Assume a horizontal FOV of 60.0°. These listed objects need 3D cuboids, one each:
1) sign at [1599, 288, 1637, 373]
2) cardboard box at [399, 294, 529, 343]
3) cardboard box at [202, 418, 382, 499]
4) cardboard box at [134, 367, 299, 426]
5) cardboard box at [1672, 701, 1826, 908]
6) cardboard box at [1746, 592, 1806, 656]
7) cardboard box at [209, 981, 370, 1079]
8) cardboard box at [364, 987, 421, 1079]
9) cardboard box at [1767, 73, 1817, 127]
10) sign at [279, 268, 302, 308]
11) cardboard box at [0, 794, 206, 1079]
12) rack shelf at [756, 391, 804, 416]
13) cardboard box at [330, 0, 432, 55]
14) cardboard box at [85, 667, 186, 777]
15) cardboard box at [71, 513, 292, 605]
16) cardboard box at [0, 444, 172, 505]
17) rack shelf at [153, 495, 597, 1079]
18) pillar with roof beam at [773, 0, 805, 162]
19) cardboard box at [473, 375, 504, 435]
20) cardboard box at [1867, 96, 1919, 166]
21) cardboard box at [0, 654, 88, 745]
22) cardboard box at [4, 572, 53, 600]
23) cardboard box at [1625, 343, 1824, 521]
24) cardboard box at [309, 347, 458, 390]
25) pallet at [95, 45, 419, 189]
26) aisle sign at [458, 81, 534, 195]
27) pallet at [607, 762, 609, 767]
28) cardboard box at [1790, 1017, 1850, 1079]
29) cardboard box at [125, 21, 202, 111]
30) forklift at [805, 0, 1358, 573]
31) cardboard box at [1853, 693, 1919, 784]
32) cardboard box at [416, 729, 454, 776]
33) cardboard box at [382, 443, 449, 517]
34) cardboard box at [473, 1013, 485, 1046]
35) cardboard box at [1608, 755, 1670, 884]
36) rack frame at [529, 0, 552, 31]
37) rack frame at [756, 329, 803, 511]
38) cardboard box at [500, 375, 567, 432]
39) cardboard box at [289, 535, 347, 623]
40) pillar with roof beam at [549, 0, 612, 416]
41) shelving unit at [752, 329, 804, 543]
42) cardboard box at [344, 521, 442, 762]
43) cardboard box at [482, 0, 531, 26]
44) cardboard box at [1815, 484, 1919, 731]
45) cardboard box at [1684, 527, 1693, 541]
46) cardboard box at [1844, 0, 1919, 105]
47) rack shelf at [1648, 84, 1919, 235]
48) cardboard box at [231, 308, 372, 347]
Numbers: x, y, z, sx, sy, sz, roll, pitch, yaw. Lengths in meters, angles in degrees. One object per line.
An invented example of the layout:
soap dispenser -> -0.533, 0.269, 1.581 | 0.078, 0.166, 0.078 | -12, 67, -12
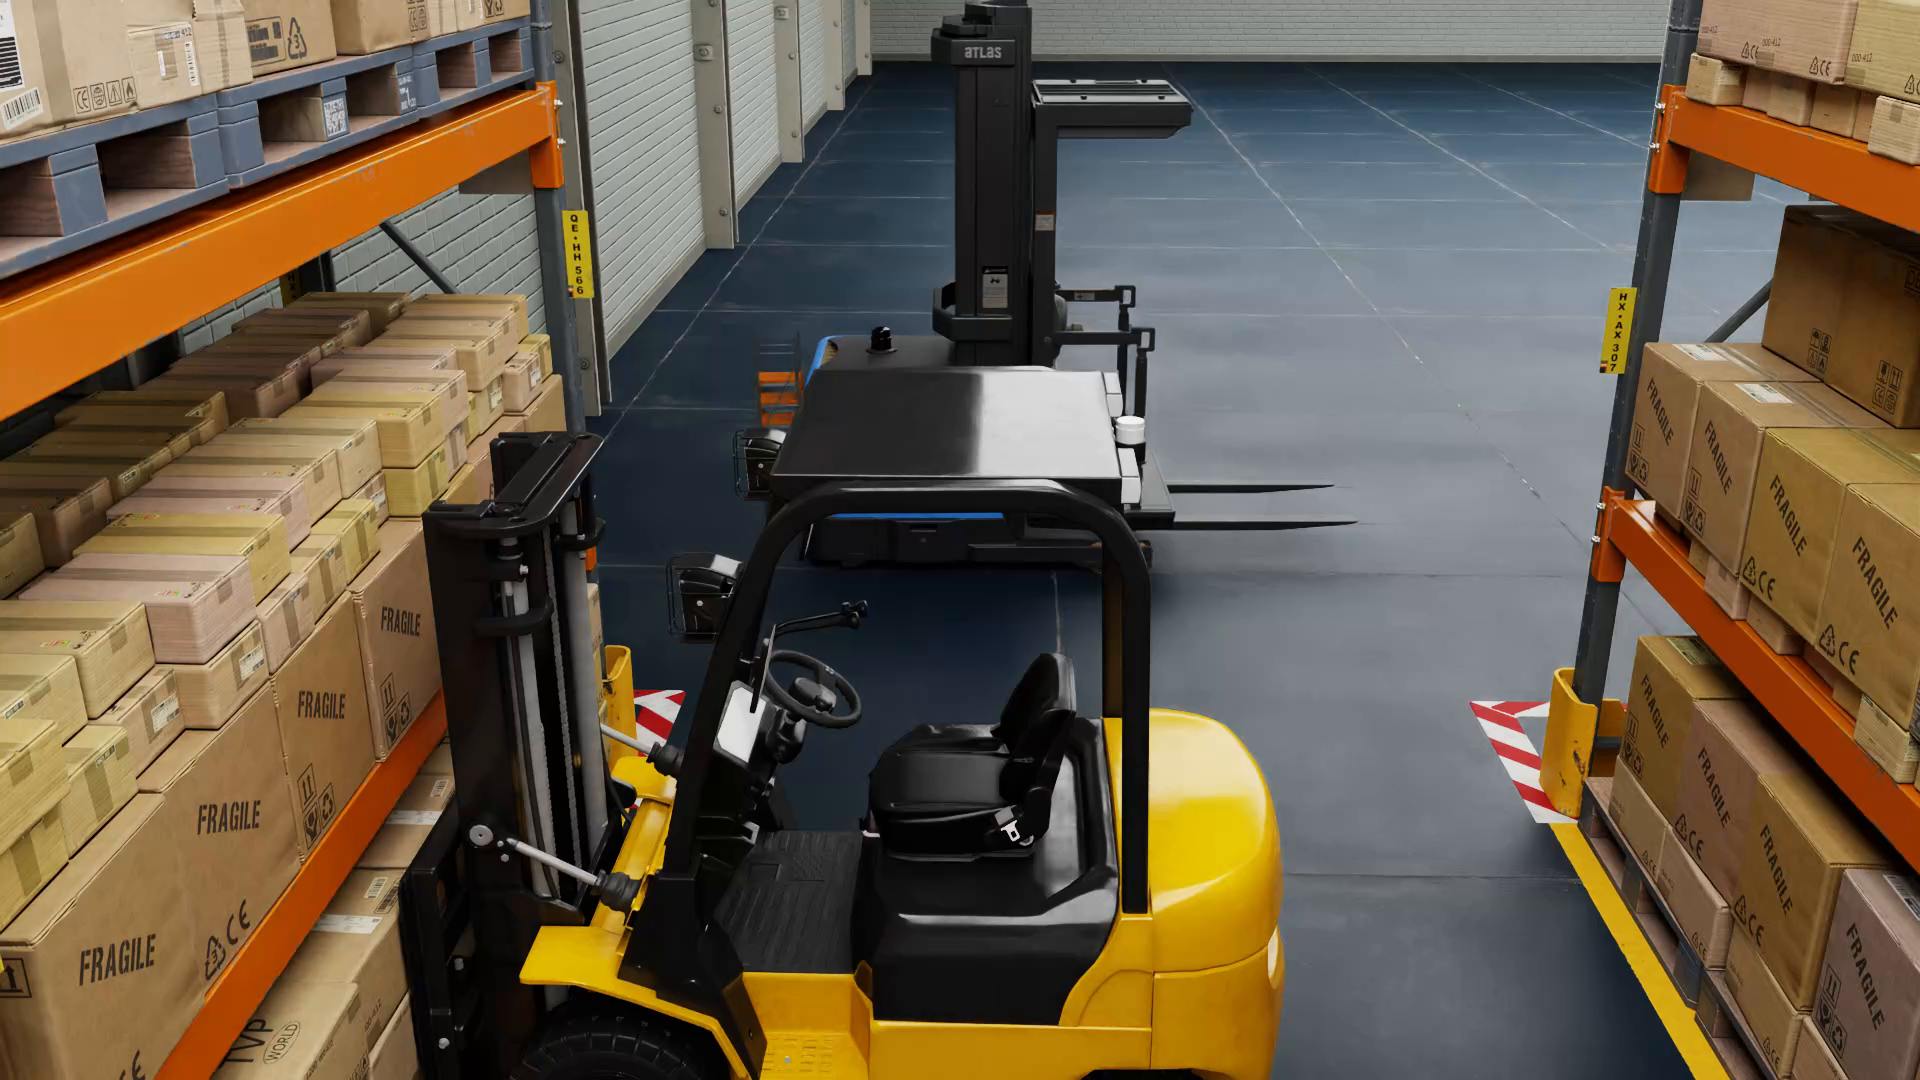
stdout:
sign -> 2.453, -0.779, 6.193 | 0.100, 0.325, 0.005 | 1, 21, 2
cardboard box -> -1.766, -0.778, 5.942 | 0.380, 0.149, 0.250 | 1, 21, 2
cardboard box -> -1.807, -0.224, 4.513 | 0.380, 0.149, 0.250 | 1, 21, 2
cardboard box -> -2.231, -0.416, 5.009 | 0.380, 0.149, 0.250 | 1, 21, 3
cardboard box -> 2.683, 0.854, 5.366 | 0.500, 0.500, 0.500 | 0, 21, 0
cardboard box -> 2.667, 0.240, 5.111 | 0.380, 0.149, 0.250 | 1, 21, 3
cardboard box -> -1.734, 1.287, 3.902 | 0.500, 0.250, 0.500 | 1, 21, 2
cardboard box -> -1.724, 1.342, 4.454 | 0.500, 0.250, 0.500 | 0, 21, 1
cardboard box -> 2.700, -1.343, 5.044 | 0.380, 0.149, 0.250 | 1, 21, 3
sign -> -2.521, -0.871, 6.322 | 0.100, 0.325, 0.005 | 1, 21, 2
cardboard box -> -1.813, 0.820, 3.132 | 0.500, 0.500, 0.500 | 0, 21, 0
rack shelf -> -0.998, -0.755, 9.265 | 0.258, 0.103, 0.180 | -1, 21, 0
cardboard box -> -1.867, -1.578, 4.445 | 0.700, 0.500, 0.500 | 1, 21, 2
cardboard box -> -1.829, 0.374, 3.383 | 0.380, 0.149, 0.250 | 1, 21, 2
cardboard box -> -1.774, 0.050, 3.807 | 0.380, 0.149, 0.250 | 0, 21, 1
cardboard box -> -2.270, -0.137, 4.288 | 0.380, 0.149, 0.250 | 1, 21, 3
rack shelf -> -2.027, 0.636, 4.738 | 1.077, 0.370, 4.000 | 1, 21, 2
pillar with roof beam -> 1.962, -9.438, 21.414 | 9.100, 9.000, 0.400 | 1, 21, 2
cardboard box -> -1.744, -0.457, 5.526 | 0.380, 0.149, 0.250 | 1, 21, 3
cardboard box -> 2.625, -1.067, 4.333 | 0.380, 0.149, 0.250 | 1, 21, 2
cardboard box -> -1.882, 0.328, 3.090 | 0.380, 0.149, 0.250 | 1, 21, 2
cardboard box -> -2.275, 0.186, 3.867 | 0.380, 0.149, 0.250 | 1, 21, 3
cardboard box -> 2.704, -0.386, 5.828 | 0.500, 0.500, 0.500 | 0, 21, 1
cardboard box -> -1.806, -0.505, 5.237 | 0.380, 0.149, 0.250 | 1, 21, 2
pallet -> -2.048, -1.082, 4.147 | 1.003, 0.211, 1.213 | 1, 21, 2
aisle sign -> -1.671, -1.655, 6.054 | 0.394, 0.787, 0.004 | 1, 21, 2
pallet -> -1.948, 1.154, 6.262 | 1.003, 0.211, 1.213 | 1, 21, 2
cardboard box -> 2.649, 1.570, 4.557 | 0.500, 0.250, 0.500 | 1, 21, 2
cardboard box -> -1.747, -0.937, 3.278 | 0.380, 0.149, 0.250 | 1, 21, 3
forklift -> 0.682, -1.380, 9.034 | 3.031, 2.935, 1.130 | 0, 21, 0
cardboard box -> 2.616, 0.522, 4.385 | 0.380, 0.149, 0.250 | 1, 21, 2
cardboard box -> -1.684, 0.735, 5.327 | 0.500, 0.250, 0.500 | 1, 21, 2
cardboard box -> -1.711, -0.179, 4.809 | 0.380, 0.149, 0.250 | 1, 21, 2
cardboard box -> -1.707, 1.385, 5.032 | 0.500, 0.250, 0.500 | 1, 21, 3
cardboard box -> 2.694, 1.005, 6.011 | 0.500, 0.250, 0.500 | 0, 21, 1
rack frame -> -1.966, -3.219, 5.386 | 1.000, 3.000, 0.127 | 1, 21, 2
rack frame -> -0.993, -0.605, 9.421 | 0.240, 1.200, 0.006 | -1, 21, 0
cardboard box -> -1.719, -0.288, 5.987 | 0.500, 0.500, 0.500 | 0, 21, 0
cardboard box -> -1.748, 0.100, 4.090 | 0.380, 0.149, 0.250 | 0, 21, 0
pillar with roof beam -> 1.597, -5.100, 10.232 | 9.100, 9.000, 0.400 | 1, 21, 2
shelving unit -> -0.993, -0.572, 9.336 | 0.258, 1.200, 0.189 | -1, 21, 0
cardboard box -> -1.763, 0.266, 4.558 | 0.500, 0.500, 0.500 | 1, 21, 2
cardboard box -> -1.736, -1.947, 5.397 | 0.500, 0.500, 0.500 | 1, 21, 3
cardboard box -> 2.670, 0.169, 4.397 | 0.500, 0.500, 0.500 | 0, 21, 1
cardboard box -> 2.785, -0.040, 5.833 | 0.380, 0.149, 0.250 | 1, 21, 2
cardboard box -> 2.698, -1.288, 4.352 | 0.500, 0.250, 0.500 | 1, 21, 3
rack shelf -> 2.934, -0.709, 4.058 | 1.077, 0.370, 4.000 | 1, 21, 2
cardboard box -> -2.261, -0.696, 5.729 | 0.380, 0.149, 0.250 | 1, 21, 3
